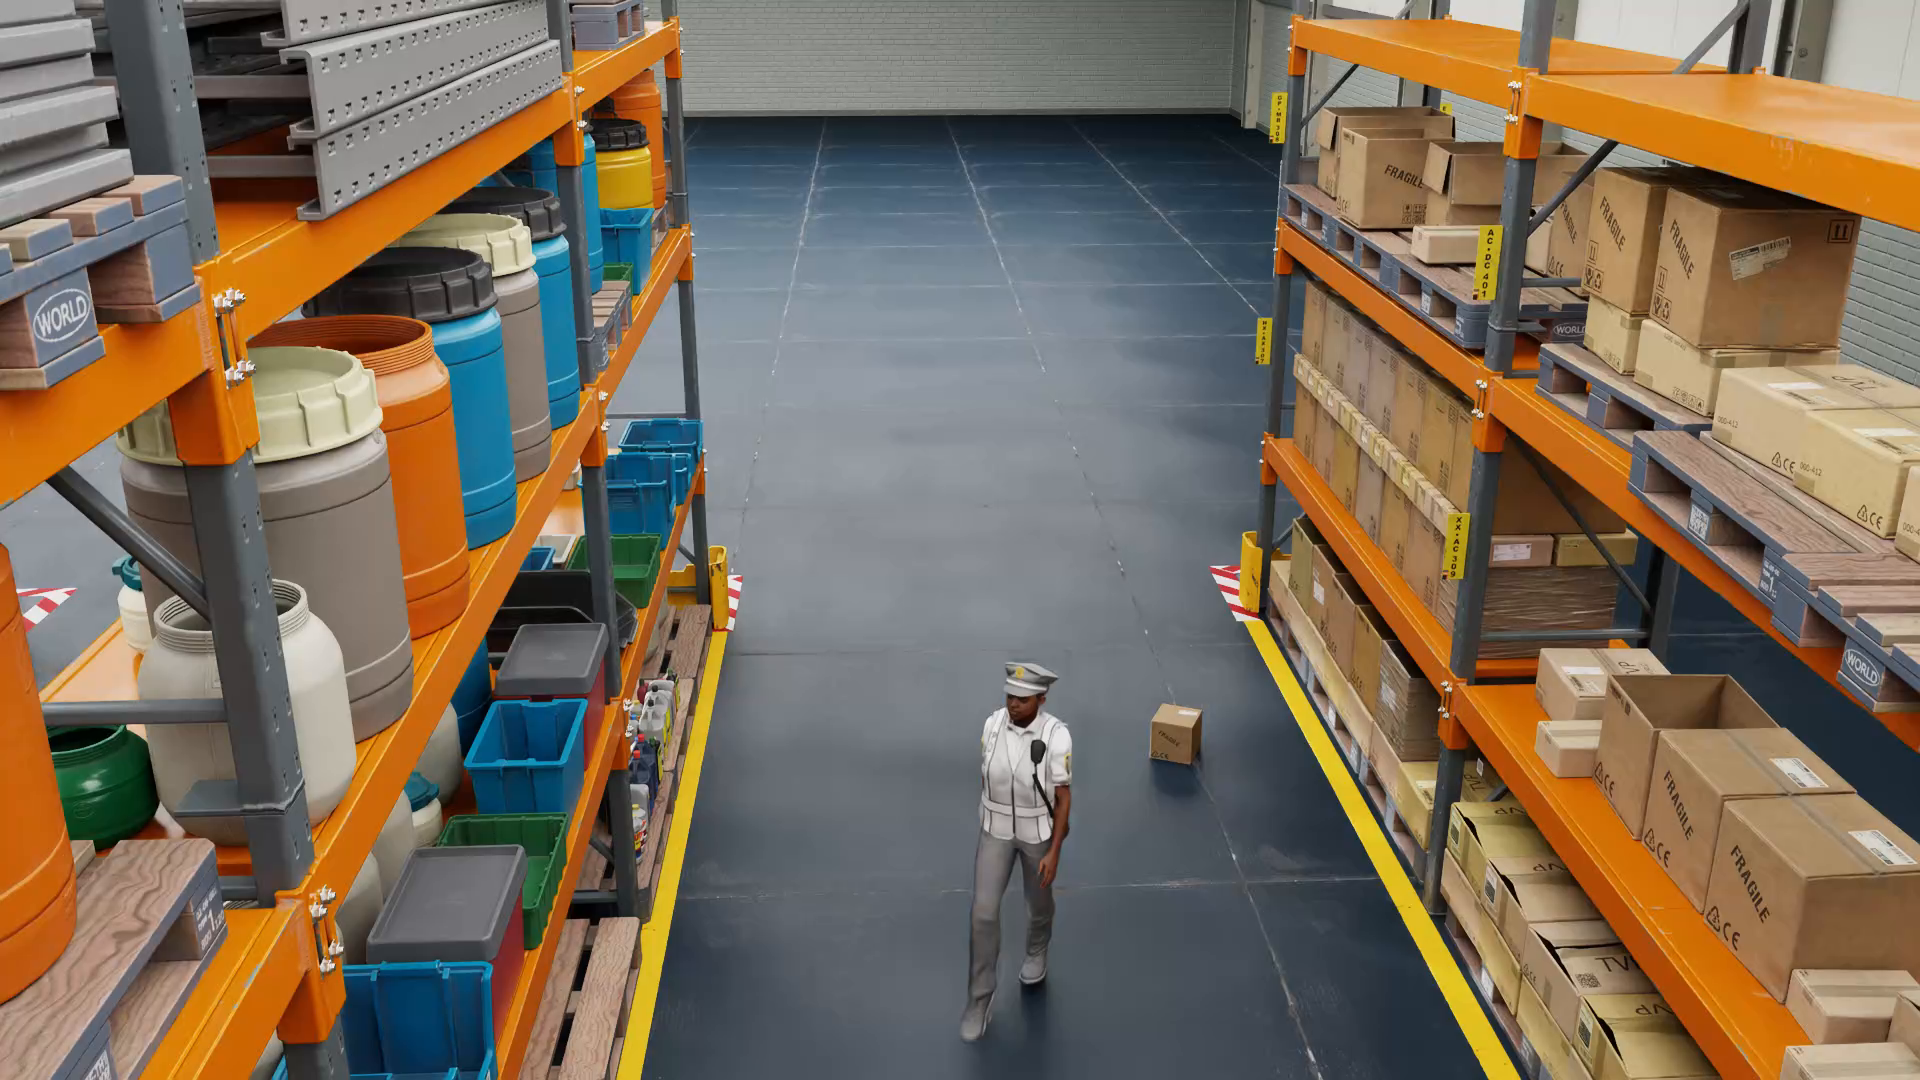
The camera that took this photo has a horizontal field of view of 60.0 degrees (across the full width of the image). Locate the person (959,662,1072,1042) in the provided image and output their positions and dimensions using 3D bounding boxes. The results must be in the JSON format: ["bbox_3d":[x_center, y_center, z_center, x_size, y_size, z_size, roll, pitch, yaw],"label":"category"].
[{"bbox_3d":[0.269,1.360,7.435,0.445,1.733,0.722,6,21,16],"label":"person"}]
